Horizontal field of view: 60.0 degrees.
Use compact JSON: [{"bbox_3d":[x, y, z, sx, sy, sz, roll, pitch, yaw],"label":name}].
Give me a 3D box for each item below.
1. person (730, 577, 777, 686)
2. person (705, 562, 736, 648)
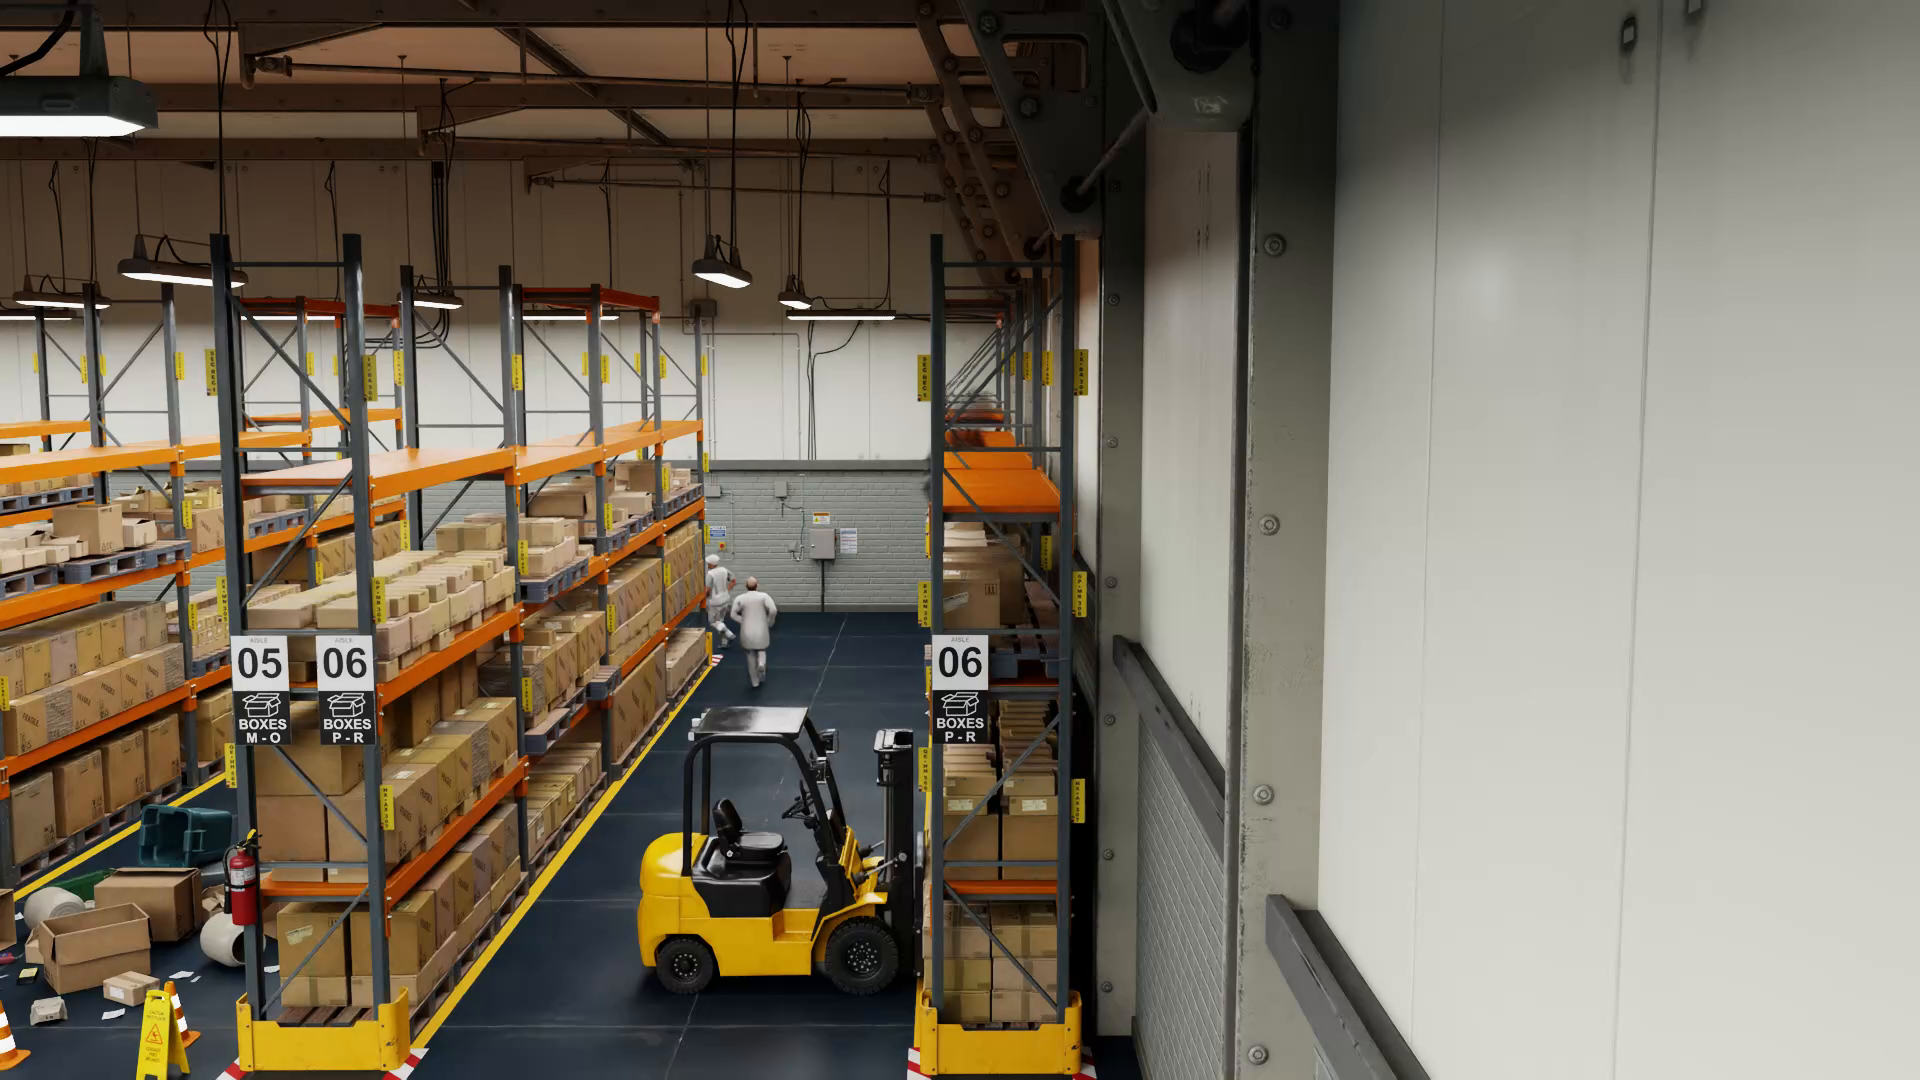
[{"bbox_3d":[-3.220,1.435,25.983,0.729,1.731,0.671,-1,6,-8],"label":"person"},{"bbox_3d":[-4.238,1.121,29.178,0.573,1.678,0.703,4,8,35],"label":"person"}]
